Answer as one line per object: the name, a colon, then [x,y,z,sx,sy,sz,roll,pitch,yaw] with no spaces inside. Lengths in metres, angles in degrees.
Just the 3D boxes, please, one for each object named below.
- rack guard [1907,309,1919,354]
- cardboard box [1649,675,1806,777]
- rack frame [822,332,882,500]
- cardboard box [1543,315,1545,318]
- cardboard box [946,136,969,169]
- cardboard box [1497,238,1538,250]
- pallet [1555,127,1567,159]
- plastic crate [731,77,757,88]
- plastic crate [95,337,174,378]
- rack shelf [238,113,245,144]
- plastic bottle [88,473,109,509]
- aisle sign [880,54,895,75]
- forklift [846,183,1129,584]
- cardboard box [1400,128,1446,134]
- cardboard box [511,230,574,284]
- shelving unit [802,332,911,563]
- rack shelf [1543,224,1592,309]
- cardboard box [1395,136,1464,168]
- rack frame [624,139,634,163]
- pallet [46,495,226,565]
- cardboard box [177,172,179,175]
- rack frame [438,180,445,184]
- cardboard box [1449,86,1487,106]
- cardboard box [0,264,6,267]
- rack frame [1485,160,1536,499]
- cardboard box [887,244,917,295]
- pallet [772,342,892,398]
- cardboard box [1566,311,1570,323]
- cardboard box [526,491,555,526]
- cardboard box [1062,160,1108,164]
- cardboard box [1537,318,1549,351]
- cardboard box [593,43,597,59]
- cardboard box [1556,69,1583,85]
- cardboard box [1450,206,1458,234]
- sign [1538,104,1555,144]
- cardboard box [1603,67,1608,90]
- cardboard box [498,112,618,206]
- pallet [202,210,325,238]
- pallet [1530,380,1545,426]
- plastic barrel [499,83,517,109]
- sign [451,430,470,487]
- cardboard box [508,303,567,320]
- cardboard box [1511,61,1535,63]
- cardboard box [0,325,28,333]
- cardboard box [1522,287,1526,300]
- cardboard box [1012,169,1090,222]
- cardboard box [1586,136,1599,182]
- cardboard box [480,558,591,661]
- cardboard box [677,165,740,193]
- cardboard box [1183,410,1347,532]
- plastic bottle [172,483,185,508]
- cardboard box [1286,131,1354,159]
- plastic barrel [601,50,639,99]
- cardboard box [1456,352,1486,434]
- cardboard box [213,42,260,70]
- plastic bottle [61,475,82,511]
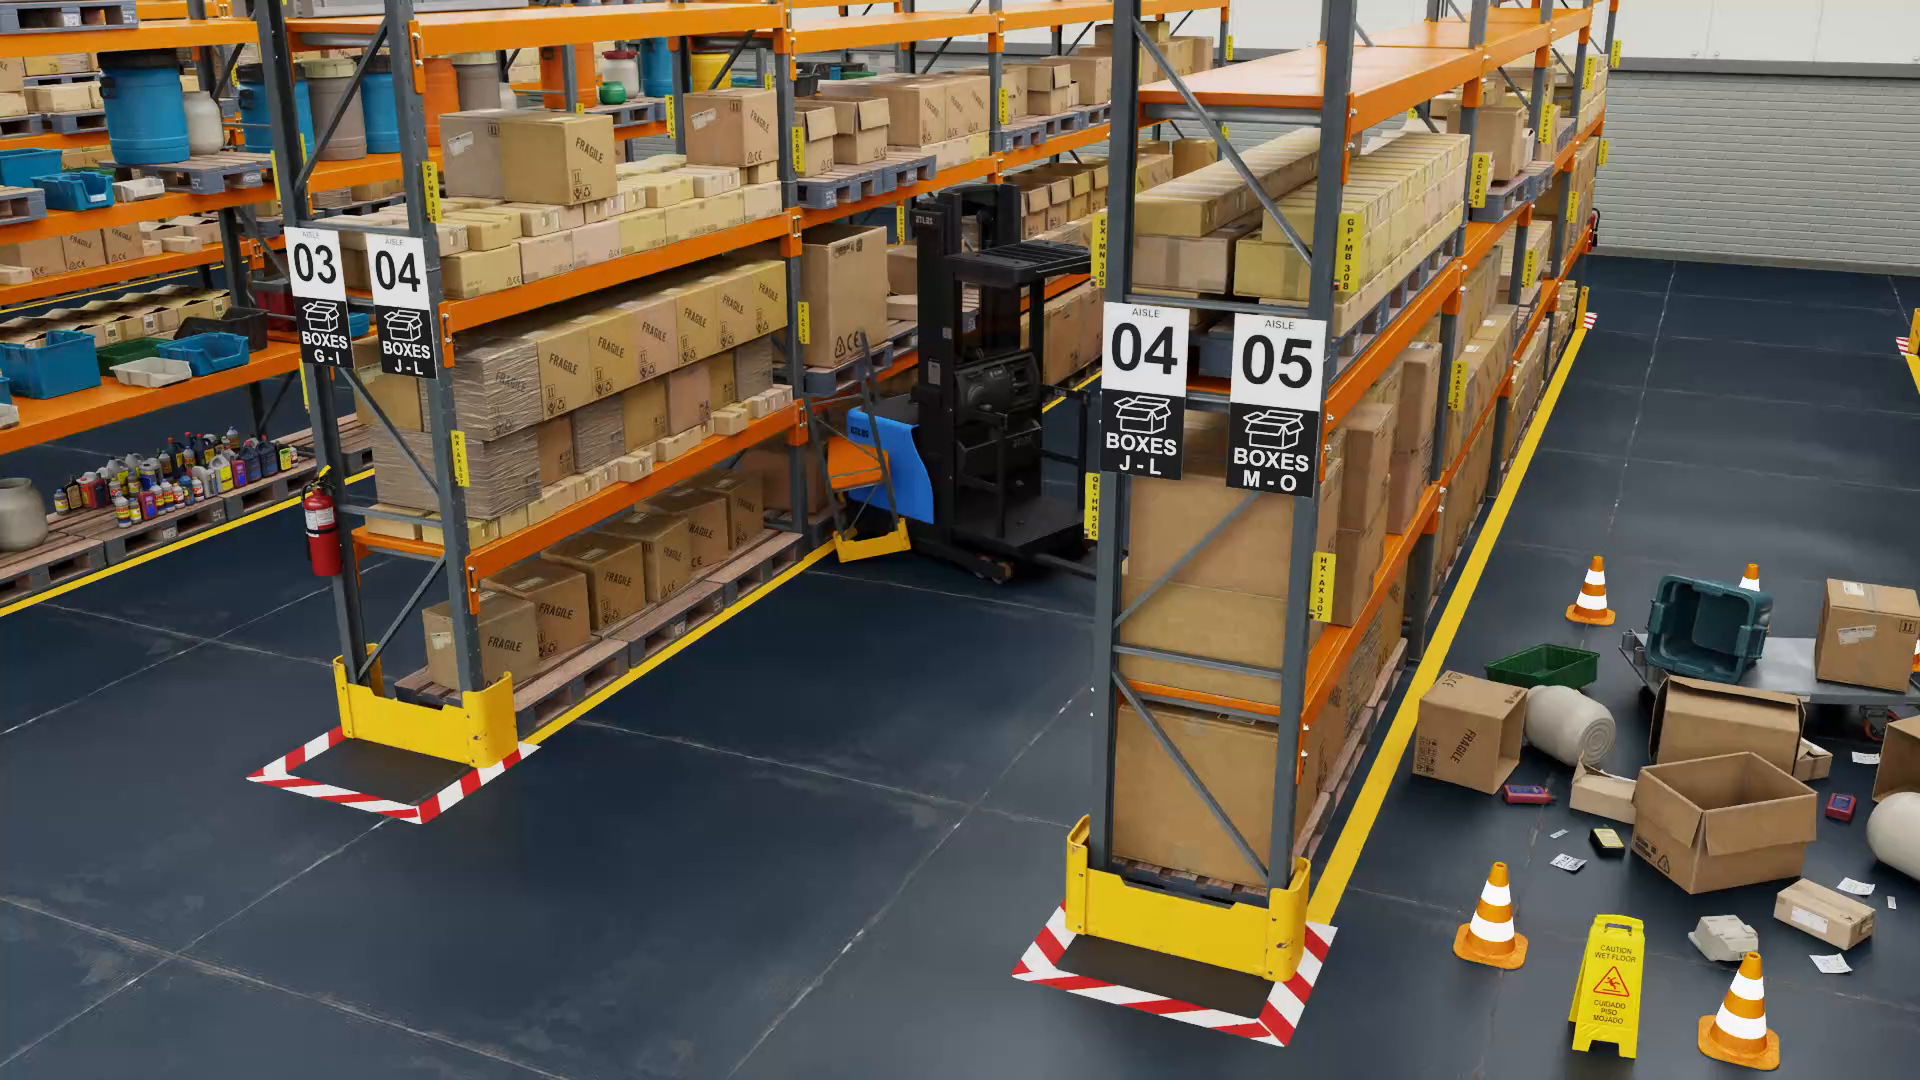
rack guard: [12.246,-2.493,20.233,1.175,0.500,0.348,9,21,23]
cardboard box: [4.469,1.168,9.730,0.797,0.637,0.503,9,21,23]
rack frame: [-0.880,-1.008,13.965,0.500,1.500,0.032,-11,28,2]
cardboard box: [6.682,-2.544,19.386,0.380,0.149,0.250,8,21,21]
cardboard box: [-0.243,-3.588,15.328,0.500,0.250,0.500,8,21,23]
cardboard box: [5.520,-2.901,16.510,0.380,0.149,0.250,8,21,20]
pallet: [5.269,-3.922,16.325,1.213,0.211,1.003,9,21,23]
plastic crate: [-2.880,-6.137,22.521,0.416,0.233,0.300,9,21,23]
plastic crate: [-7.051,-1.559,14.191,0.450,0.188,0.662,9,21,23]
rack shelf: [-8.298,-5.624,21.903,1.077,0.370,4.000,9,21,23]
plastic bottle: [-7.298,-0.420,14.070,0.061,0.283,0.133,9,21,23]
aisle sign: [-1.027,-6.910,25.042,0.394,0.787,0.004,9,21,23]
forklift: [0.458,-1.237,13.073,3.031,2.935,1.130,17,26,40]
cardboard box: [3.700,-3.110,13.208,0.500,0.250,0.500,9,22,24]
cardboard box: [-2.718,-1.745,10.147,0.500,0.250,0.500,8,21,21]
shelving unit: [-0.853,-0.771,13.527,0.587,1.500,1.083,-11,28,2]
rack shelf: [6.860,-3.362,20.018,1.077,0.370,4.000,9,21,23]
cardboard box: [2.802,-2.326,9.966,0.380,0.149,0.250,8,21,22]
rack frame: [-5.841,-6.384,27.443,1.000,3.000,0.127,9,21,23]
pallet: [-7.049,-0.147,14.067,1.003,0.211,1.213,9,21,23]
cardboard box: [-11.959,-5.861,25.348,0.500,0.500,0.500,8,21,22]
rack frame: [-7.479,-5.161,24.004,1.000,3.000,0.127,9,21,23]
cardboard box: [4.528,-4.006,14.987,0.396,0.266,0.258,9,21,23]
cardboard box: [-10.563,-2.946,17.977,0.396,0.266,0.258,8,21,21]
rack frame: [4.403,-1.866,14.740,1.000,3.000,0.127,9,21,23]
cardboard box: [-0.403,-2.468,15.656,0.700,0.500,0.500,12,23,31]
pallet: [-1.273,-1.478,13.935,1.003,0.211,1.213,9,21,23]
cardboard box: [7.311,-2.787,20.513,0.380,0.149,0.250,9,21,24]
cardboard box: [-2.787,-0.217,10.476,0.380,0.149,0.250,9,21,23]
cardboard box: [1.501,-4.401,20.527,0.500,0.500,0.500,9,22,24]
cardboard box: [5.966,-2.200,17.664,0.500,0.250,0.500,8,21,21]
cardboard box: [-6.023,-7.617,25.912,0.500,0.250,0.500,9,21,23]
cardboard box: [6.523,-4.990,17.928,0.380,0.149,0.250,8,21,20]
cardboard box: [2.804,-1.951,10.101,0.380,0.149,0.250,9,21,24]
sign: [4.906,-3.482,13.917,0.100,0.325,0.005,9,21,23]
cardboard box: [7.722,-5.714,20.561,0.500,0.250,0.500,8,21,21]
cardboard box: [-2.503,-2.385,10.383,0.500,0.500,0.500,8,21,22]
pallet: [-8.904,-4.065,21.208,1.213,0.211,1.003,9,21,23]
pallet: [5.723,-1.537,17.976,1.003,0.211,1.213,9,21,23]
plastic barrel: [-5.006,-4.671,17.982,0.421,0.512,0.421,0,20,0]
sign: [-2.862,-0.466,9.510,0.100,0.325,0.005,9,21,23]
cardboard box: [-2.951,-1.299,11.059,0.500,0.500,0.500,9,21,23]
cardboard box: [6.510,-5.467,19.272,0.380,0.149,0.250,8,21,22]
cardboard box: [-10.643,-2.205,18.333,0.500,0.311,0.500,9,22,24]
cardboard box: [5.206,-2.384,15.944,0.380,0.149,0.250,9,22,24]
cardboard box: [1.011,-3.916,18.857,0.797,0.503,0.637,9,21,23]
cardboard box: [7.718,-4.796,20.893,0.500,0.500,0.500,8,21,22]
cardboard box: [-2.872,0.472,11.270,0.500,0.500,0.500,15,25,37]
cardboard box: [-1.805,-2.589,11.924,0.380,0.149,0.250,7,21,20]
cardboard box: [1.455,-0.289,8.470,0.875,0.550,0.550,9,21,23]
plastic bottle: [-6.627,-0.378,14.074,0.097,0.201,0.097,0,20,0]
cardboard box: [2.202,-2.416,10.219,0.380,0.149,0.250,8,21,22]
plastic barrel: [-4.011,-5.495,19.638,0.433,0.535,0.433,0,20,0]
cardboard box: [3.639,-1.122,12.496,0.500,0.500,0.500,8,21,22]
cardboard box: [-8.933,-6.002,20.252,0.500,0.500,0.500,9,21,23]
plastic bottle: [-7.492,-0.399,14.012,0.061,0.283,0.133,9,22,24]
